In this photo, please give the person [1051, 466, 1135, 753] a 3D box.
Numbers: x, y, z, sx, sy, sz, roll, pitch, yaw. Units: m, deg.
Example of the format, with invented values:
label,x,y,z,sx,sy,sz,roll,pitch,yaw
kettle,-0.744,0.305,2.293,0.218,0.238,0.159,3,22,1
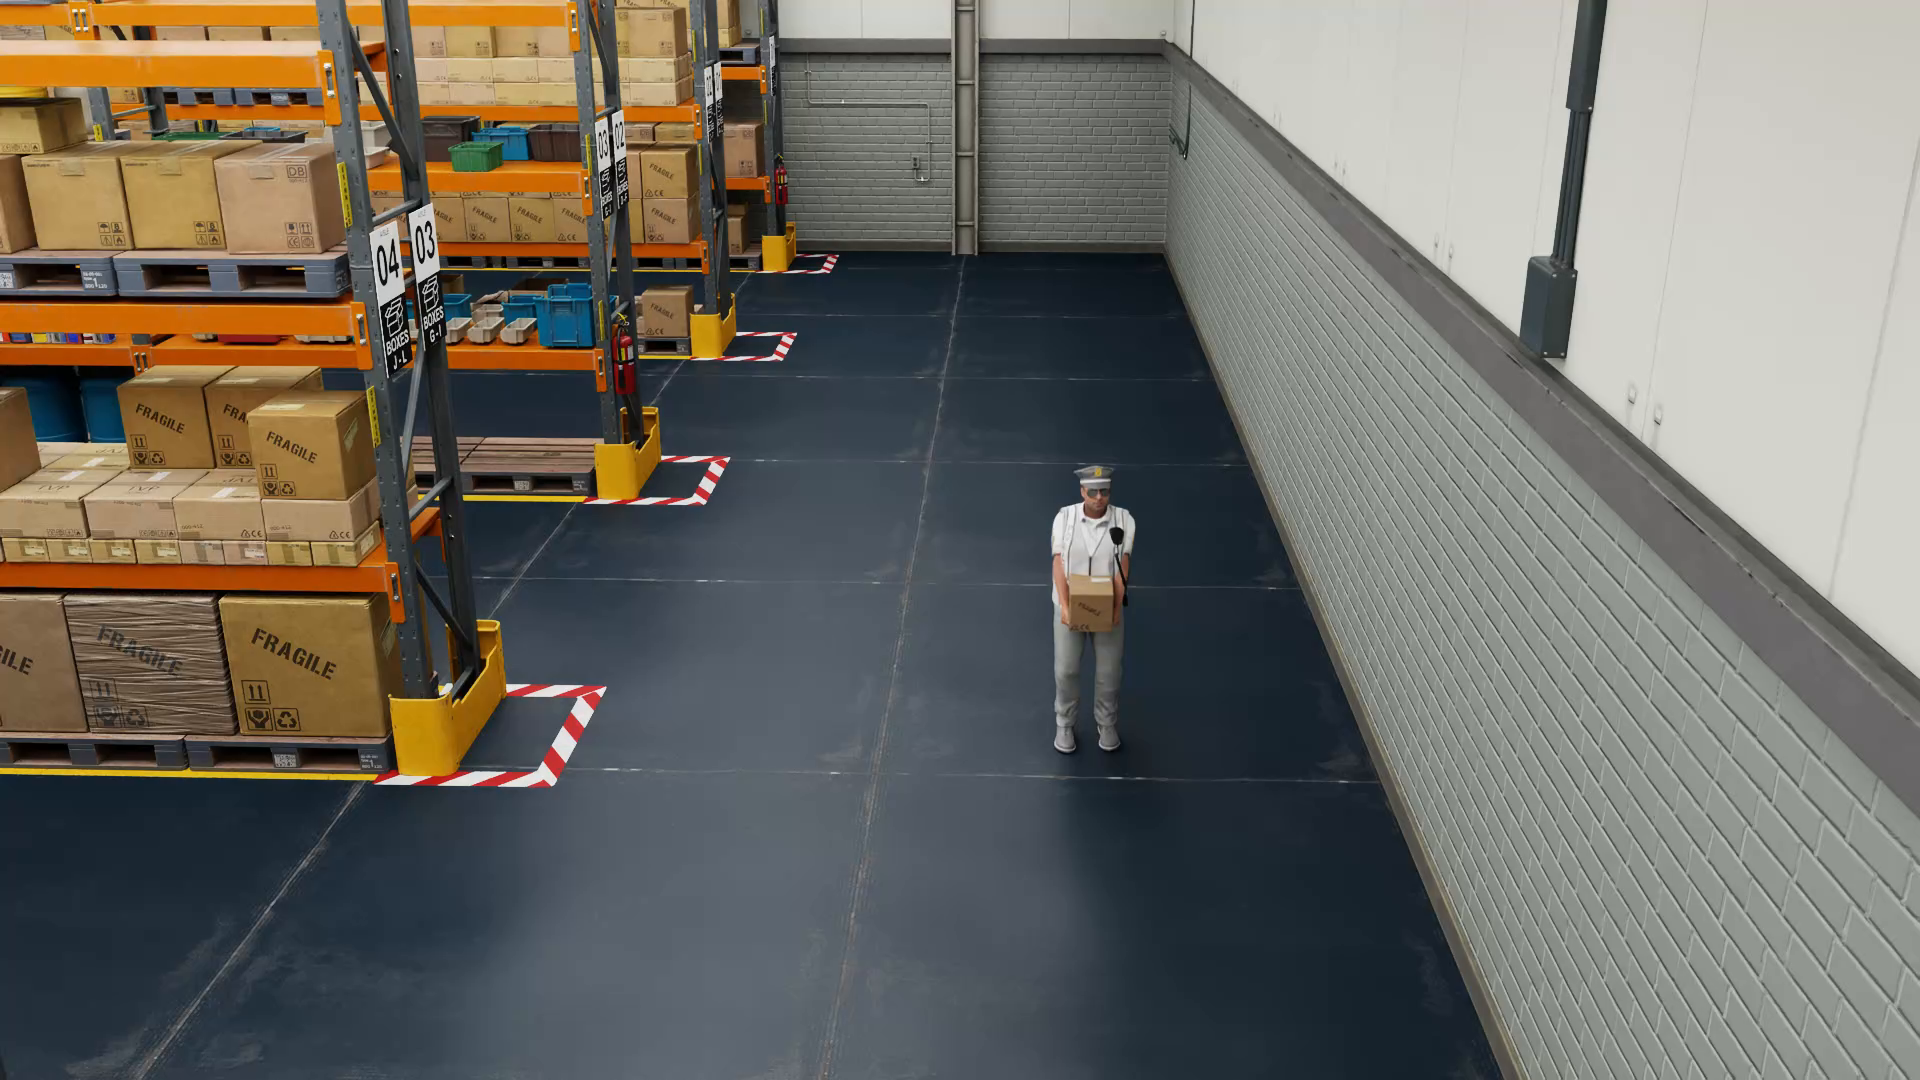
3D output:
label,x,y,z,sx,sy,sz,roll,pitch,yaw
person,0.786,0.420,9.934,0.494,1.769,0.557,1,21,2
